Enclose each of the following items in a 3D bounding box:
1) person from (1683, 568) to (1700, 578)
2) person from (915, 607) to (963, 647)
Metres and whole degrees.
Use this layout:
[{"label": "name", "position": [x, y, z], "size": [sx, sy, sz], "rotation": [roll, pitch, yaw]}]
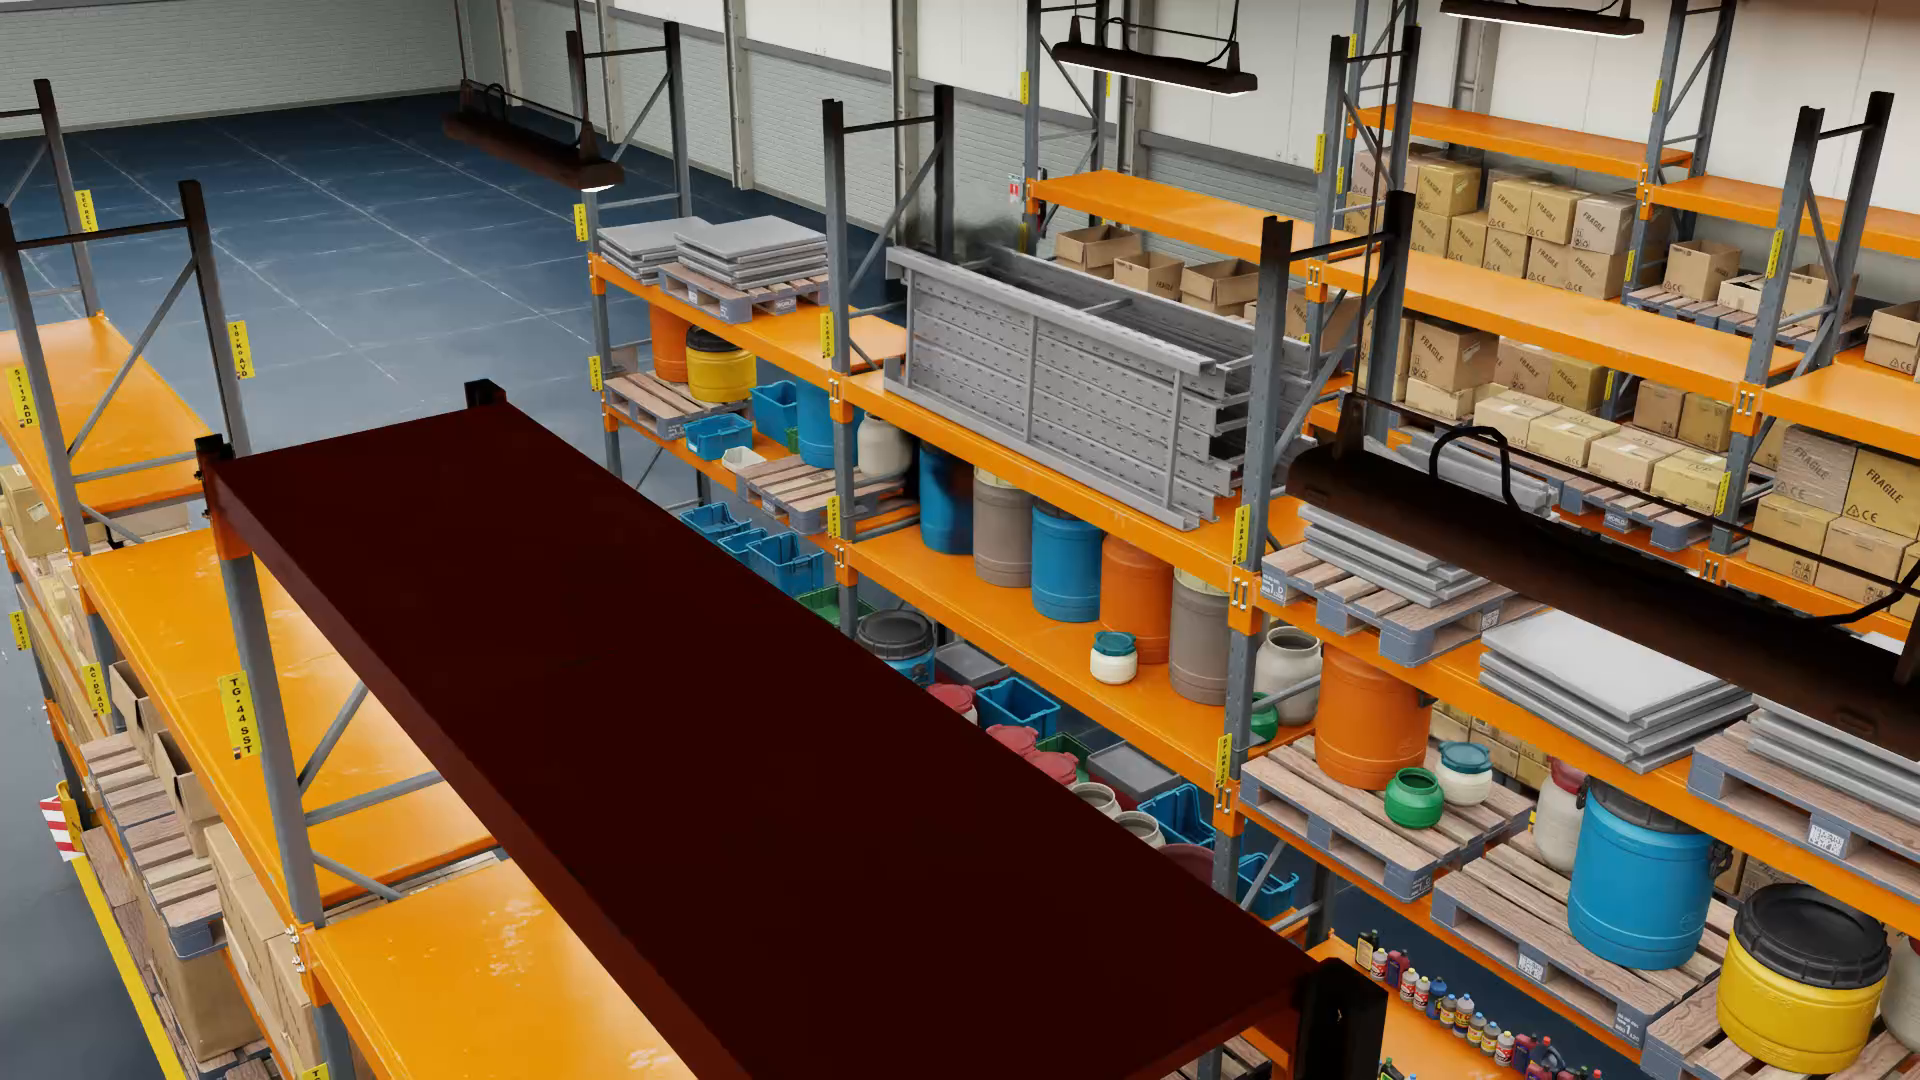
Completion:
[{"label": "person", "position": [6.623, 0.832, 15.115], "size": [0.710, 1.776, 0.944], "rotation": [-21, 32, -38]}, {"label": "person", "position": [-0.167, 0.386, 16.153], "size": [0.783, 1.821, 0.683], "rotation": [21, 32, 38]}]
